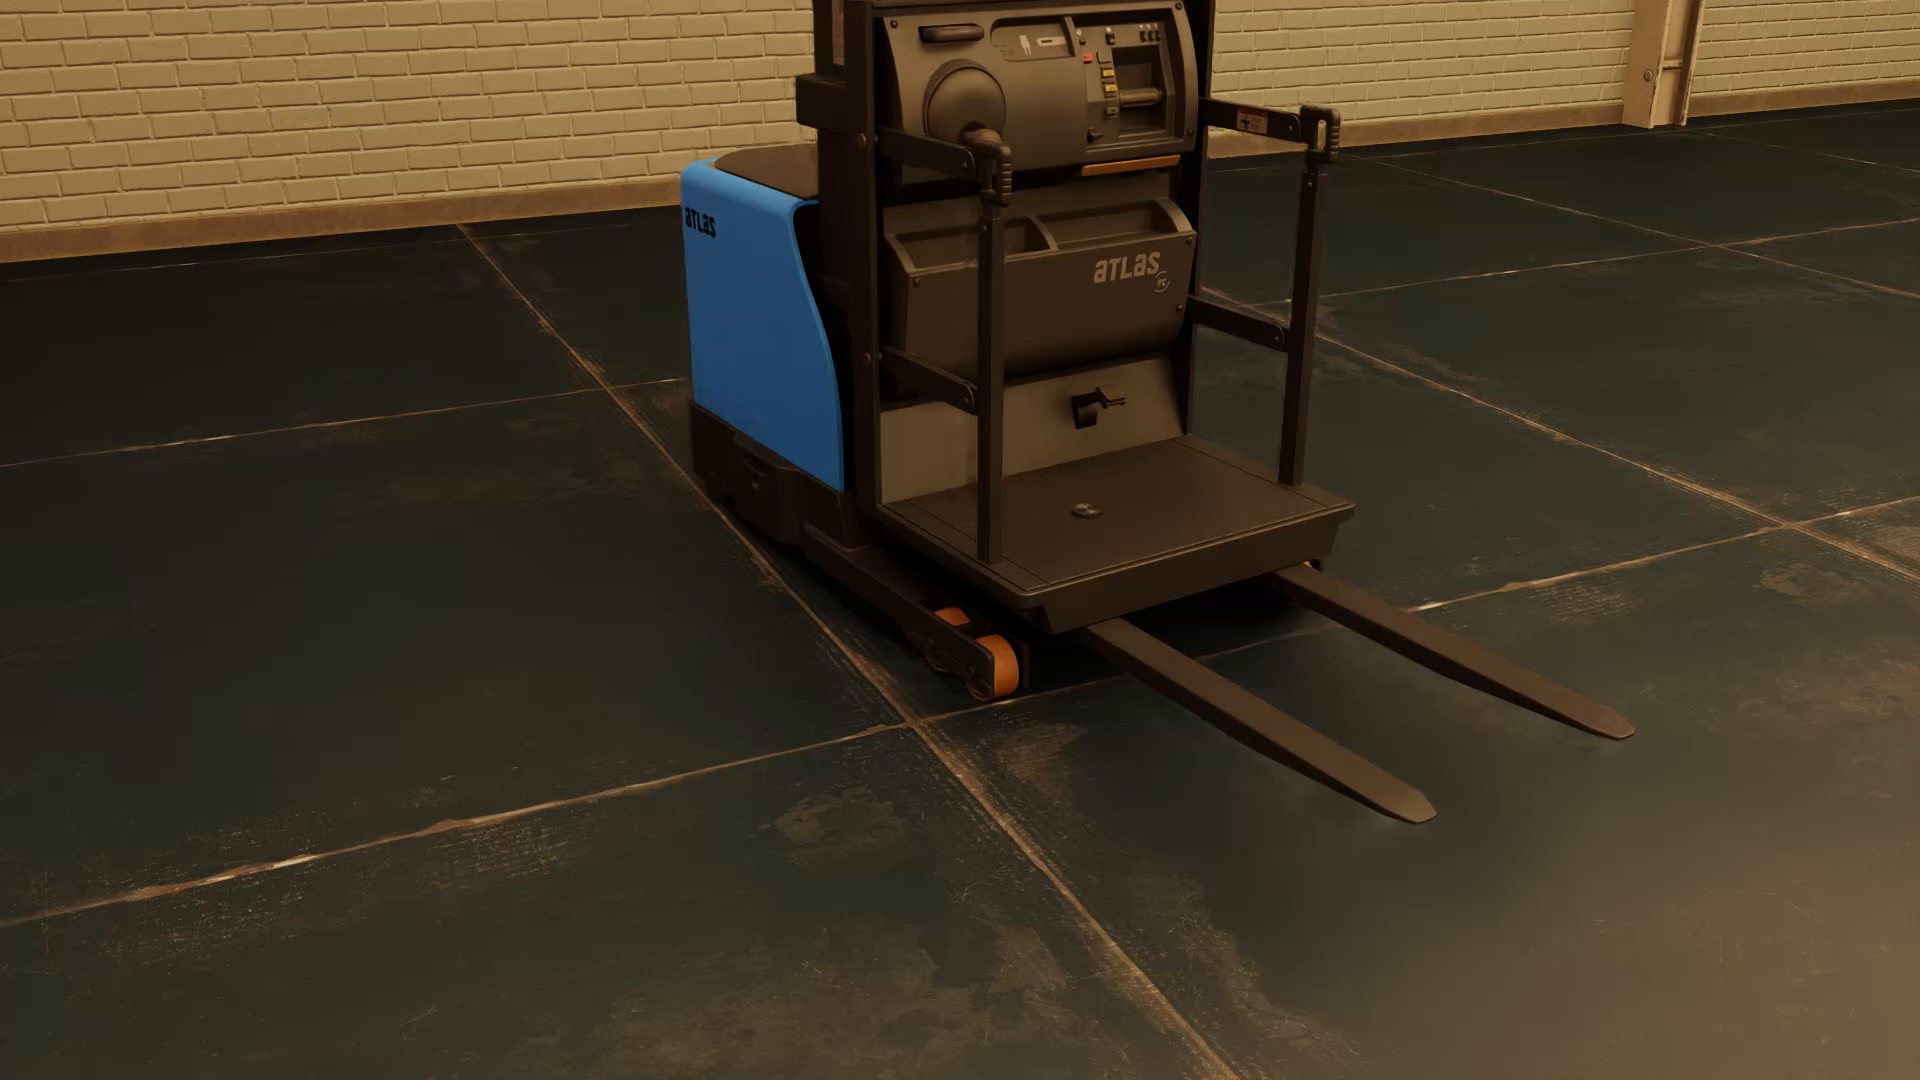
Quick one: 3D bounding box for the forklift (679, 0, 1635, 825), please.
[{"bbox_3d":[0.341,-1.158,4.074,1.130,2.935,3.031,-14,26,-30],"label":"forklift"}]
